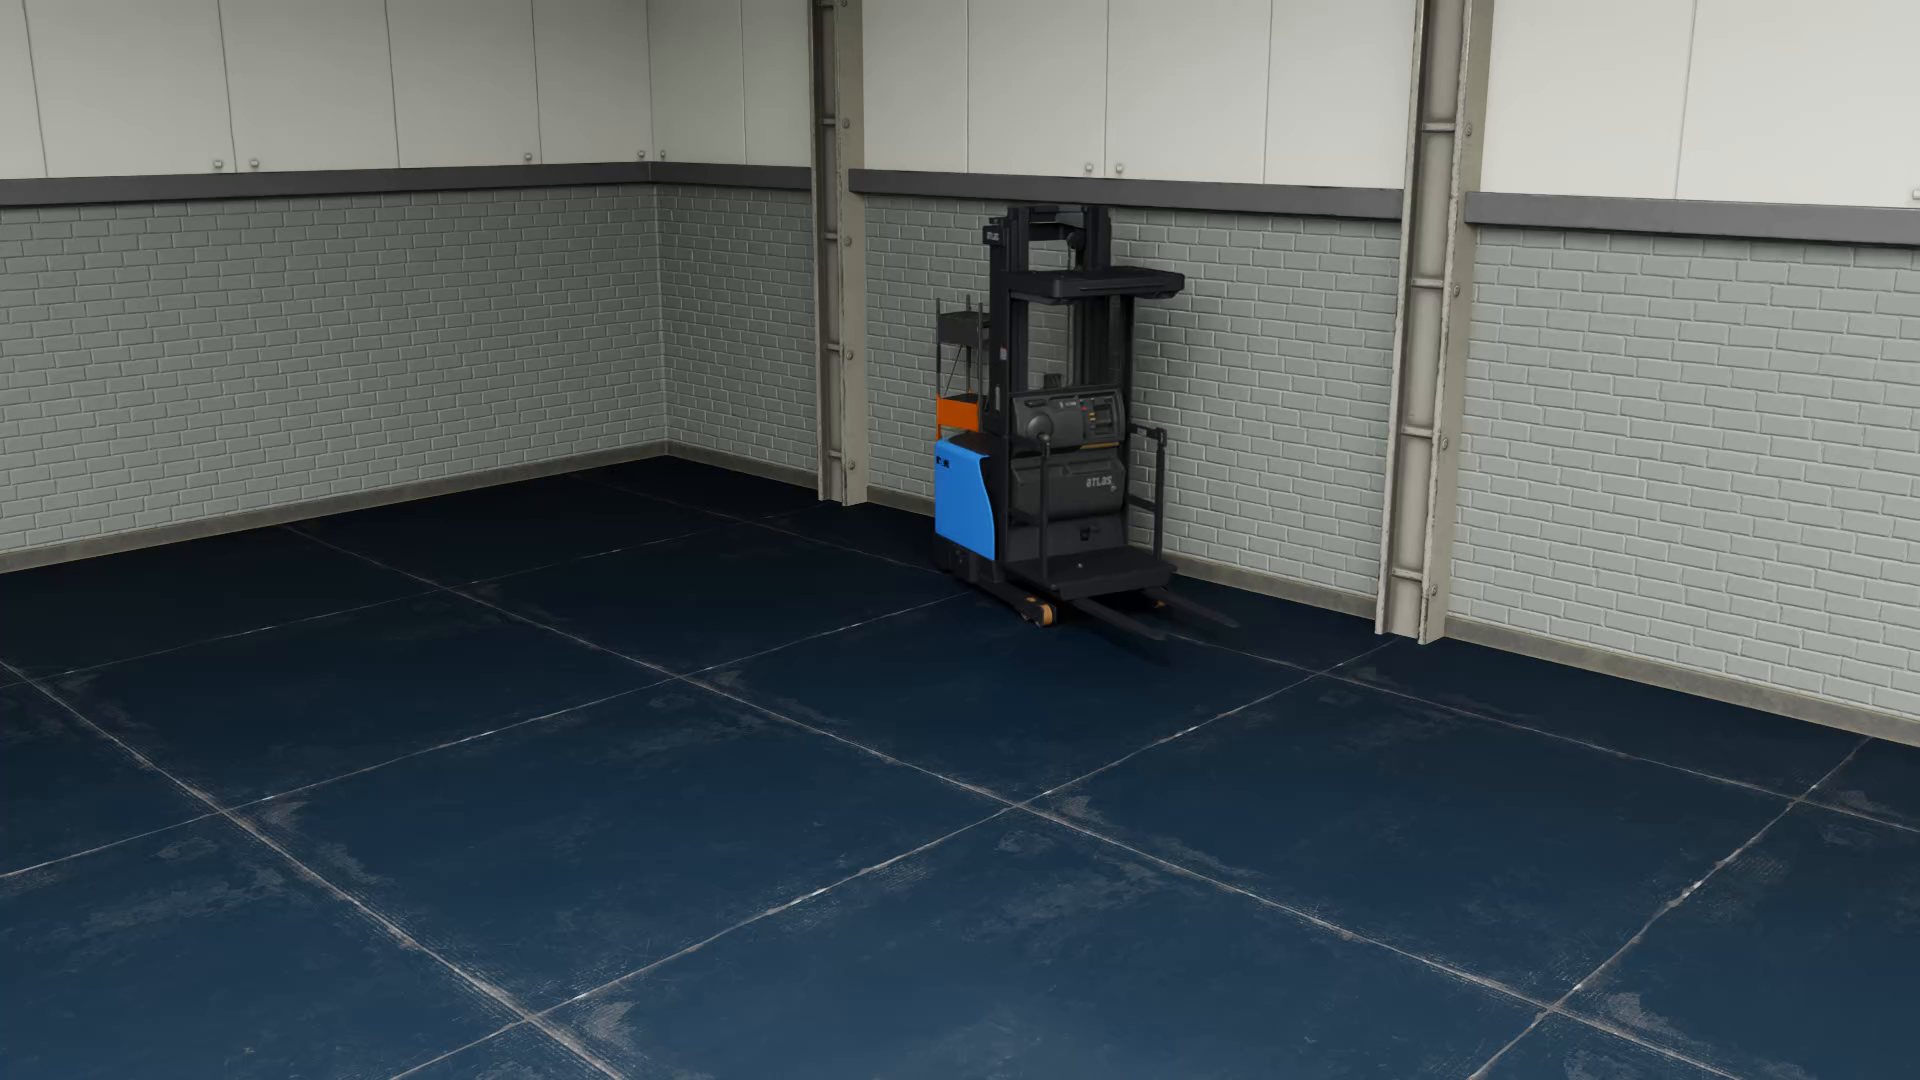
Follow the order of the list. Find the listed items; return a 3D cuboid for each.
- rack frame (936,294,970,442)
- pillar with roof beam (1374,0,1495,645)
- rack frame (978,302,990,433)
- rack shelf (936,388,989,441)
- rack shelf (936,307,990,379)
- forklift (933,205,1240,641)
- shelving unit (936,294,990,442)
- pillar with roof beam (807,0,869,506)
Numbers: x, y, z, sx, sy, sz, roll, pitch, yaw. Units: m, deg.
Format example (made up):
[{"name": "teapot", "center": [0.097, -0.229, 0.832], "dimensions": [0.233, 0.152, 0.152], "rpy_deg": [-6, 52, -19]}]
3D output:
[{"name": "rack frame", "center": [-0.056, -1.030, 14.220], "dimensions": [0.015, 2.100, 0.400], "rpy_deg": [14, 20, 42]}, {"name": "pillar with roof beam", "center": [0.221, -2.903, 7.726], "dimensions": [0.400, 9.000, 9.100], "rpy_deg": [14, 20, 42]}, {"name": "rack frame", "center": [0.295, -0.944, 13.892], "dimensions": [0.015, 2.100, 0.400], "rpy_deg": [14, 20, 42]}, {"name": "rack shelf", "center": [0.119, -0.974, 14.060], "dimensions": [0.480, 0.518, 0.431], "rpy_deg": [14, 20, 42]}, {"name": "rack shelf", "center": [0.119, -1.651, 13.883], "dimensions": [0.480, 0.518, 0.431], "rpy_deg": [14, 20, 42]}, {"name": "forklift", "center": [0.912, -0.919, 12.145], "dimensions": [1.130, 2.935, 3.031], "rpy_deg": [-8, 16, -27]}, {"name": "shelving unit", "center": [0.119, -0.987, 14.056], "dimensions": [0.503, 2.100, 0.431], "rpy_deg": [14, 20, 42]}, {"name": "pillar with roof beam", "center": [-4.098, -3.953, 11.756], "dimensions": [0.400, 9.000, 9.100], "rpy_deg": [14, 20, 42]}]
